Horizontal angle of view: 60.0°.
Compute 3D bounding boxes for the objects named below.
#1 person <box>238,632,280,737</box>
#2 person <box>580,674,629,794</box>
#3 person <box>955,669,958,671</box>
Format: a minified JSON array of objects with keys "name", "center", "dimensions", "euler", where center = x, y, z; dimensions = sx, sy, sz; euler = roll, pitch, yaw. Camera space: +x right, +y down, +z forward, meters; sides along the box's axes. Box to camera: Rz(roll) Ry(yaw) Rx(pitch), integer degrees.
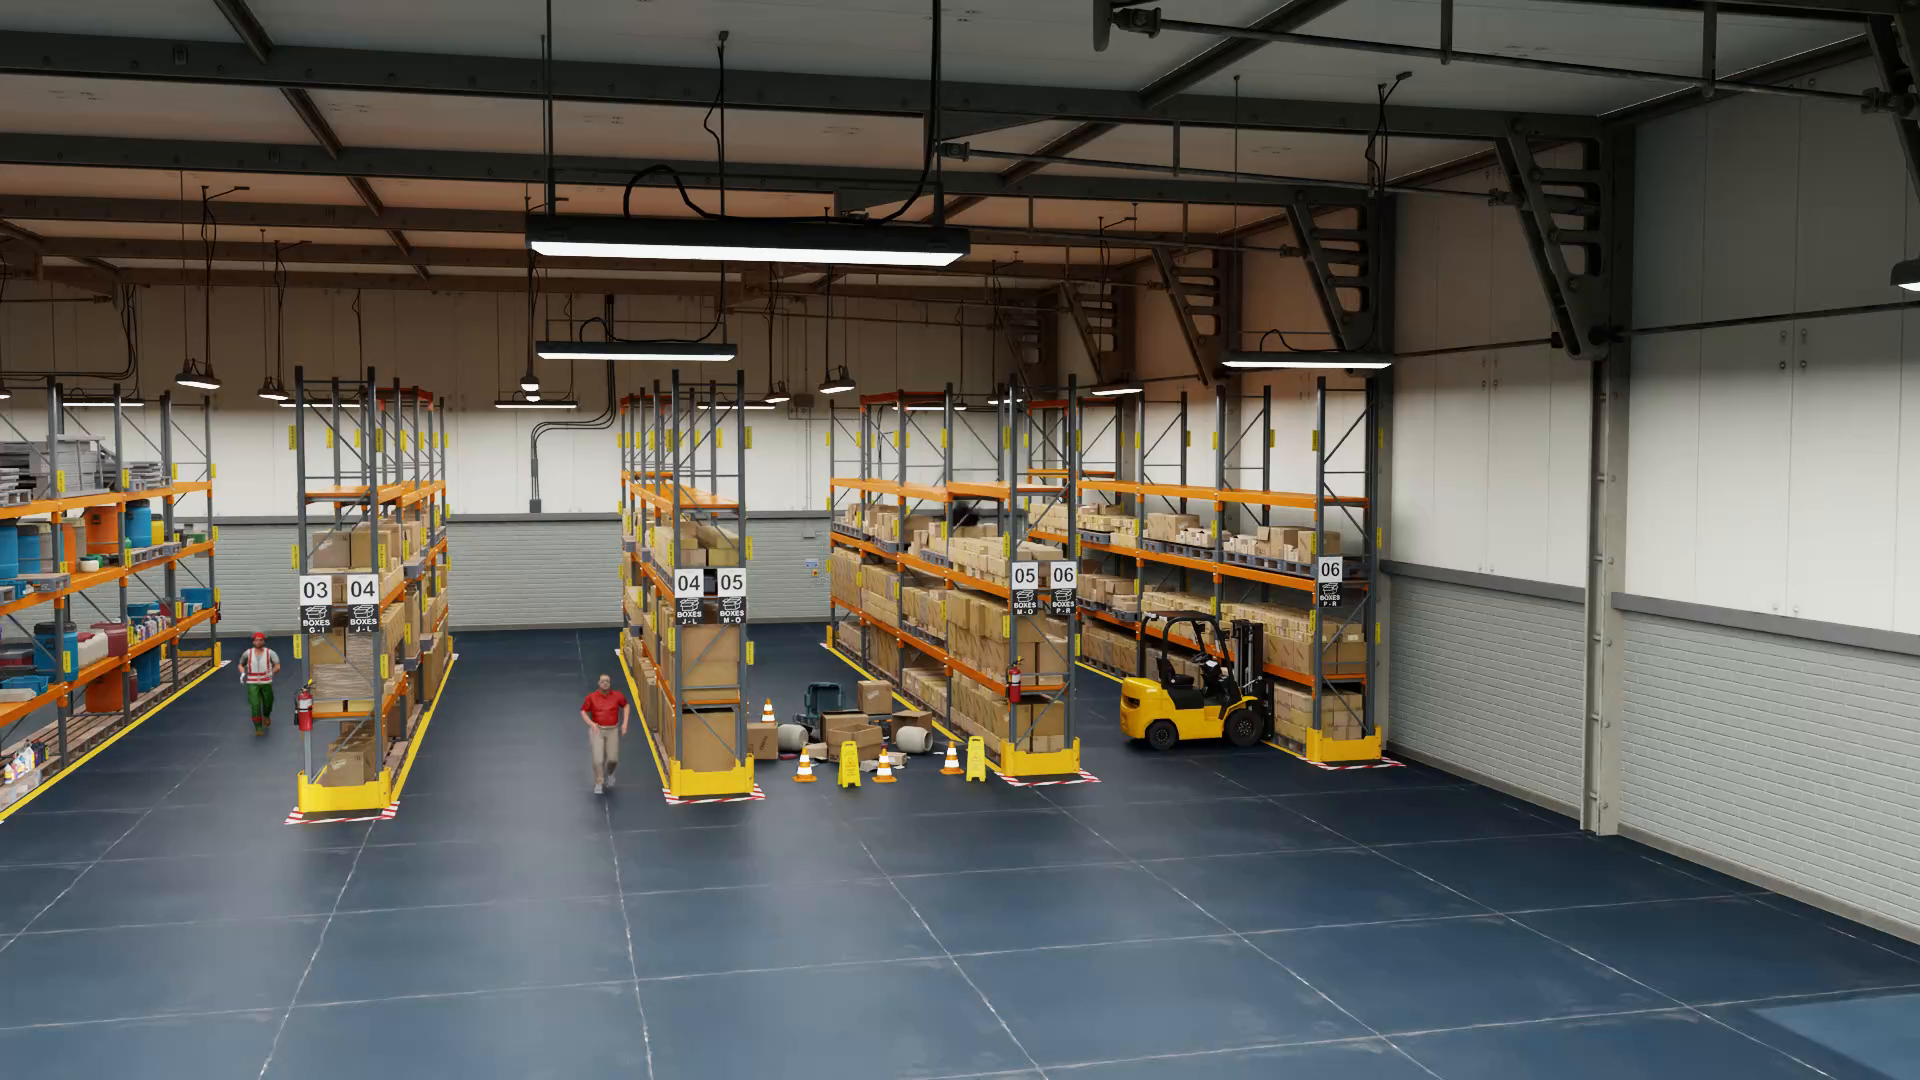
[{"name":"person","center":[-11.924,2.441,28.296],"dimensions":[0.663,1.748,0.780],"euler":[-1,4,-22]},{"name":"person","center":[-5.037,2.751,23.661],"dimensions":[0.700,1.694,0.589],"euler":[-1,4,-18]},{"name":"person","center":[-0.022,2.022,35.594],"dimensions":[0.695,1.727,0.671],"euler":[-1,4,-21]}]
